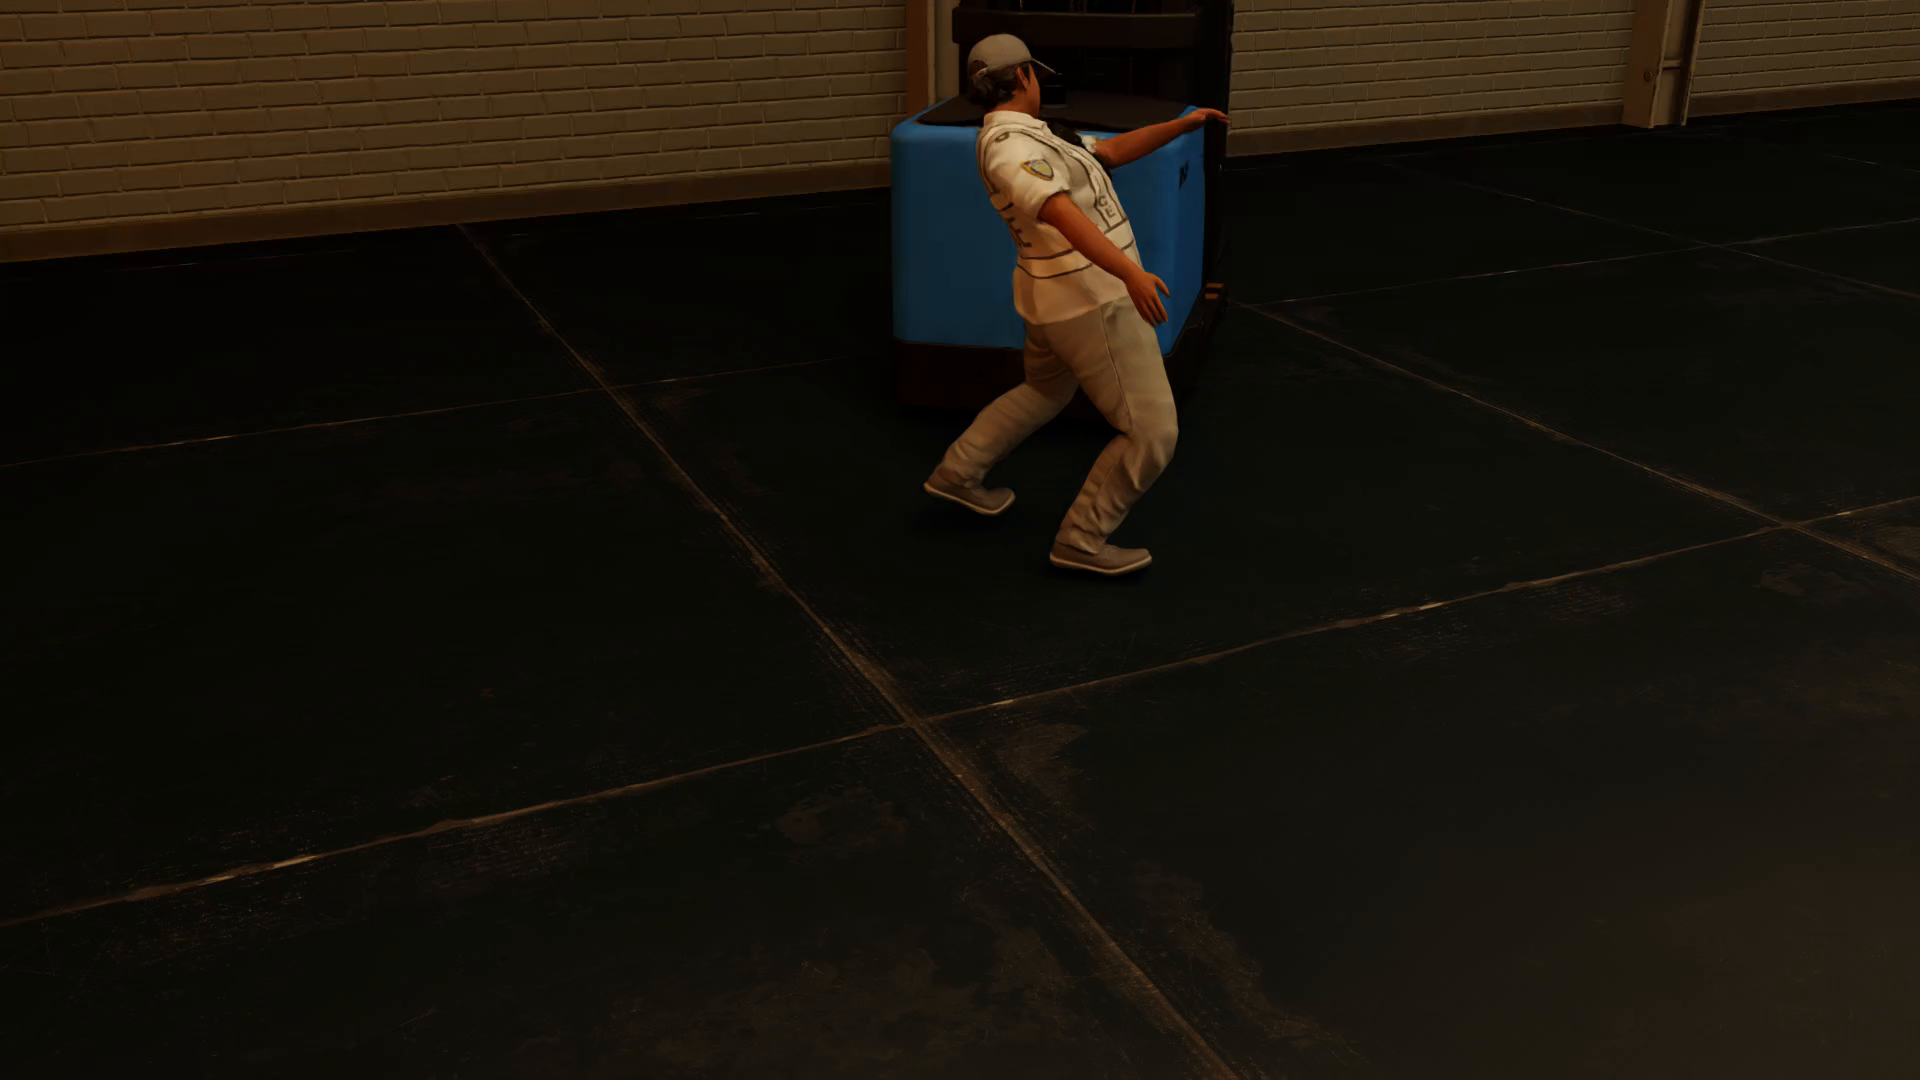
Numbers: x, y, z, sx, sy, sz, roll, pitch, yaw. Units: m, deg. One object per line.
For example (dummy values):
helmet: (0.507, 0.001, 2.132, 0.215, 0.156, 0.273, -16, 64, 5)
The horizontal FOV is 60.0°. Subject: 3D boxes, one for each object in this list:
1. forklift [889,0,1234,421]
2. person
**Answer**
forklift: (0.594, -2.305, 6.834, 1.130, 2.935, 3.031, 5, 23, 13)
person: (0.371, -0.642, 4.696, 0.786, 1.475, 0.895, -5, 23, -12)
